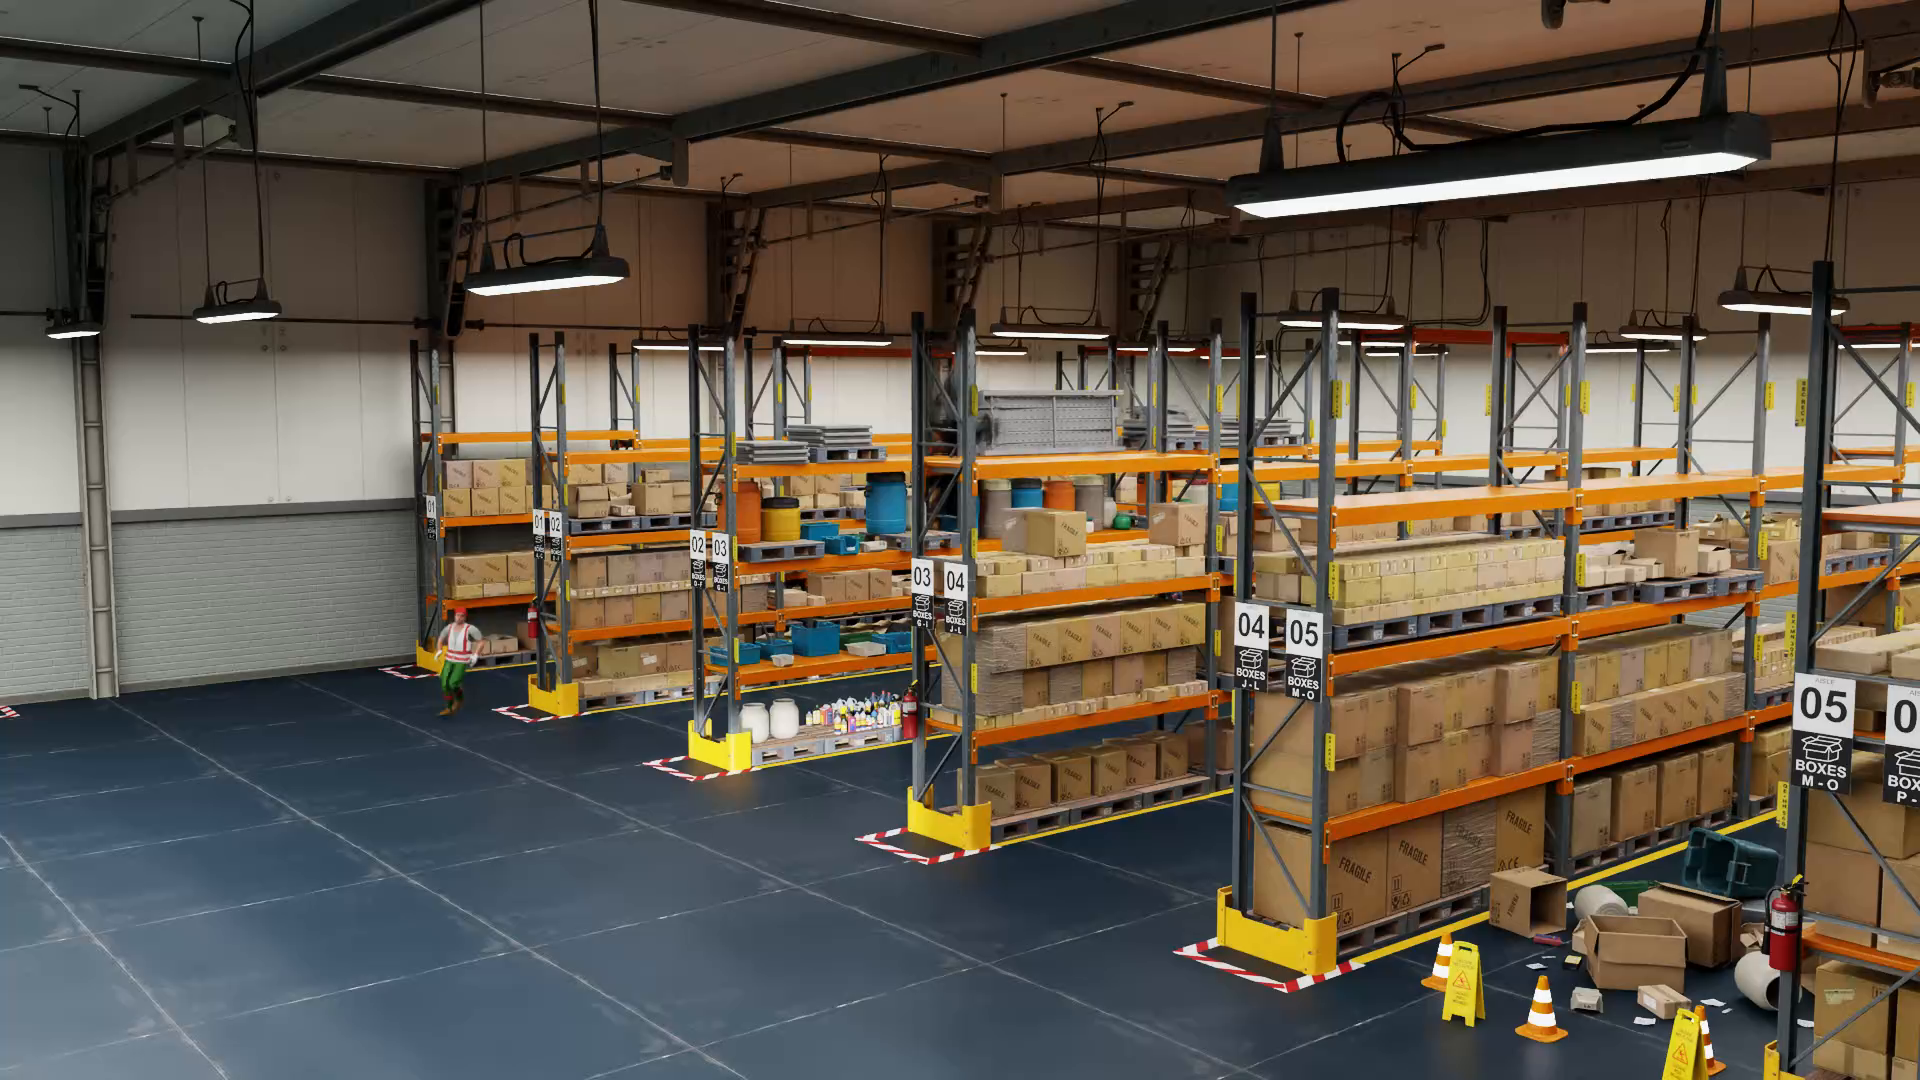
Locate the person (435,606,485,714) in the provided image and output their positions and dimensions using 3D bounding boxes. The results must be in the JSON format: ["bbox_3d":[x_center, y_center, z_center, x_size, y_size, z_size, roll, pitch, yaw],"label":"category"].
[{"bbox_3d":[-7.867,1.898,25.988,0.718,1.720,0.525,1,5,10],"label":"person"}]

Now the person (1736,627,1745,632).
[{"bbox_3d":[11.393,2.110,23.991,0.965,1.781,0.677,-4,7,-40],"label":"person"}]
